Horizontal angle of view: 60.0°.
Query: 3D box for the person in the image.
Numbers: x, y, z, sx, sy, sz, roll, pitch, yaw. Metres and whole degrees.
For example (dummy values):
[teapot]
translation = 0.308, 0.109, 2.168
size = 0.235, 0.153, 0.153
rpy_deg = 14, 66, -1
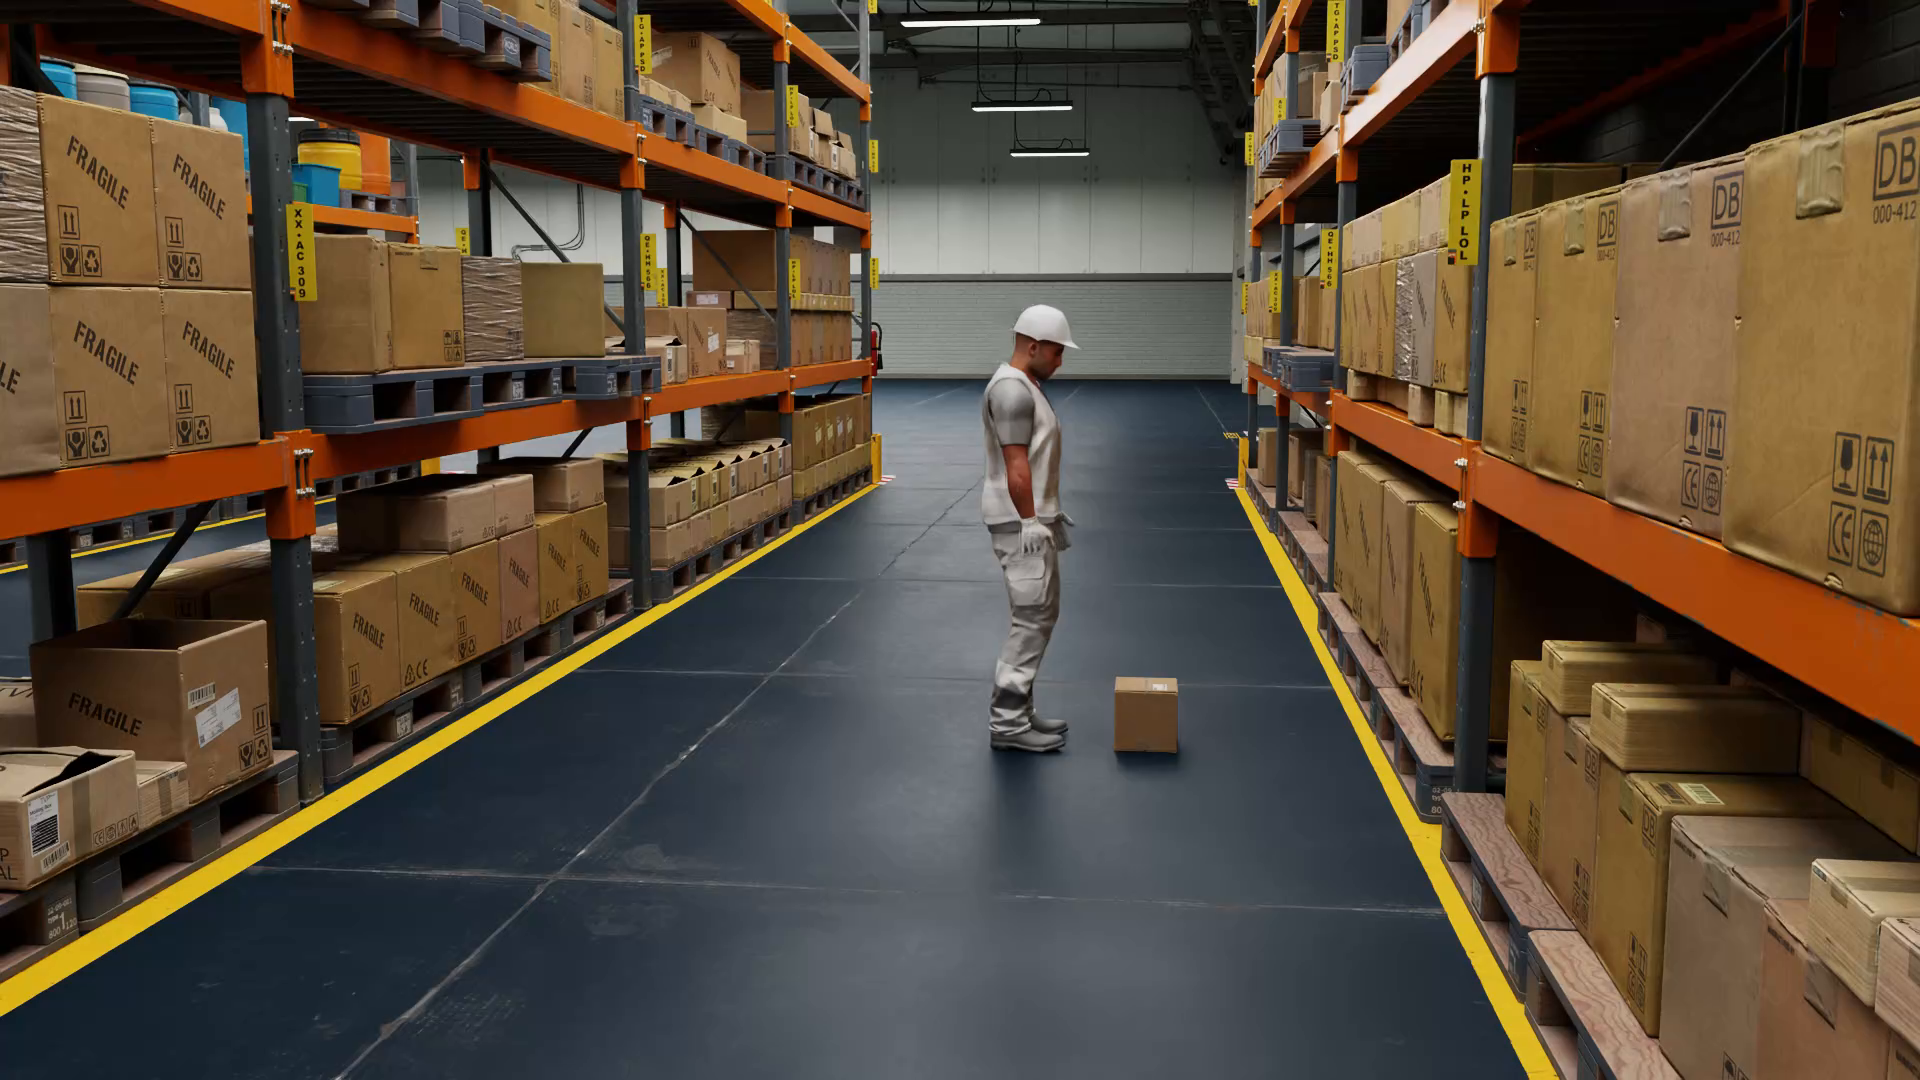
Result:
[person]
translation = 0.286, -0.056, 6.704
size = 0.388, 1.767, 0.533
rpy_deg = 1, 8, 7
